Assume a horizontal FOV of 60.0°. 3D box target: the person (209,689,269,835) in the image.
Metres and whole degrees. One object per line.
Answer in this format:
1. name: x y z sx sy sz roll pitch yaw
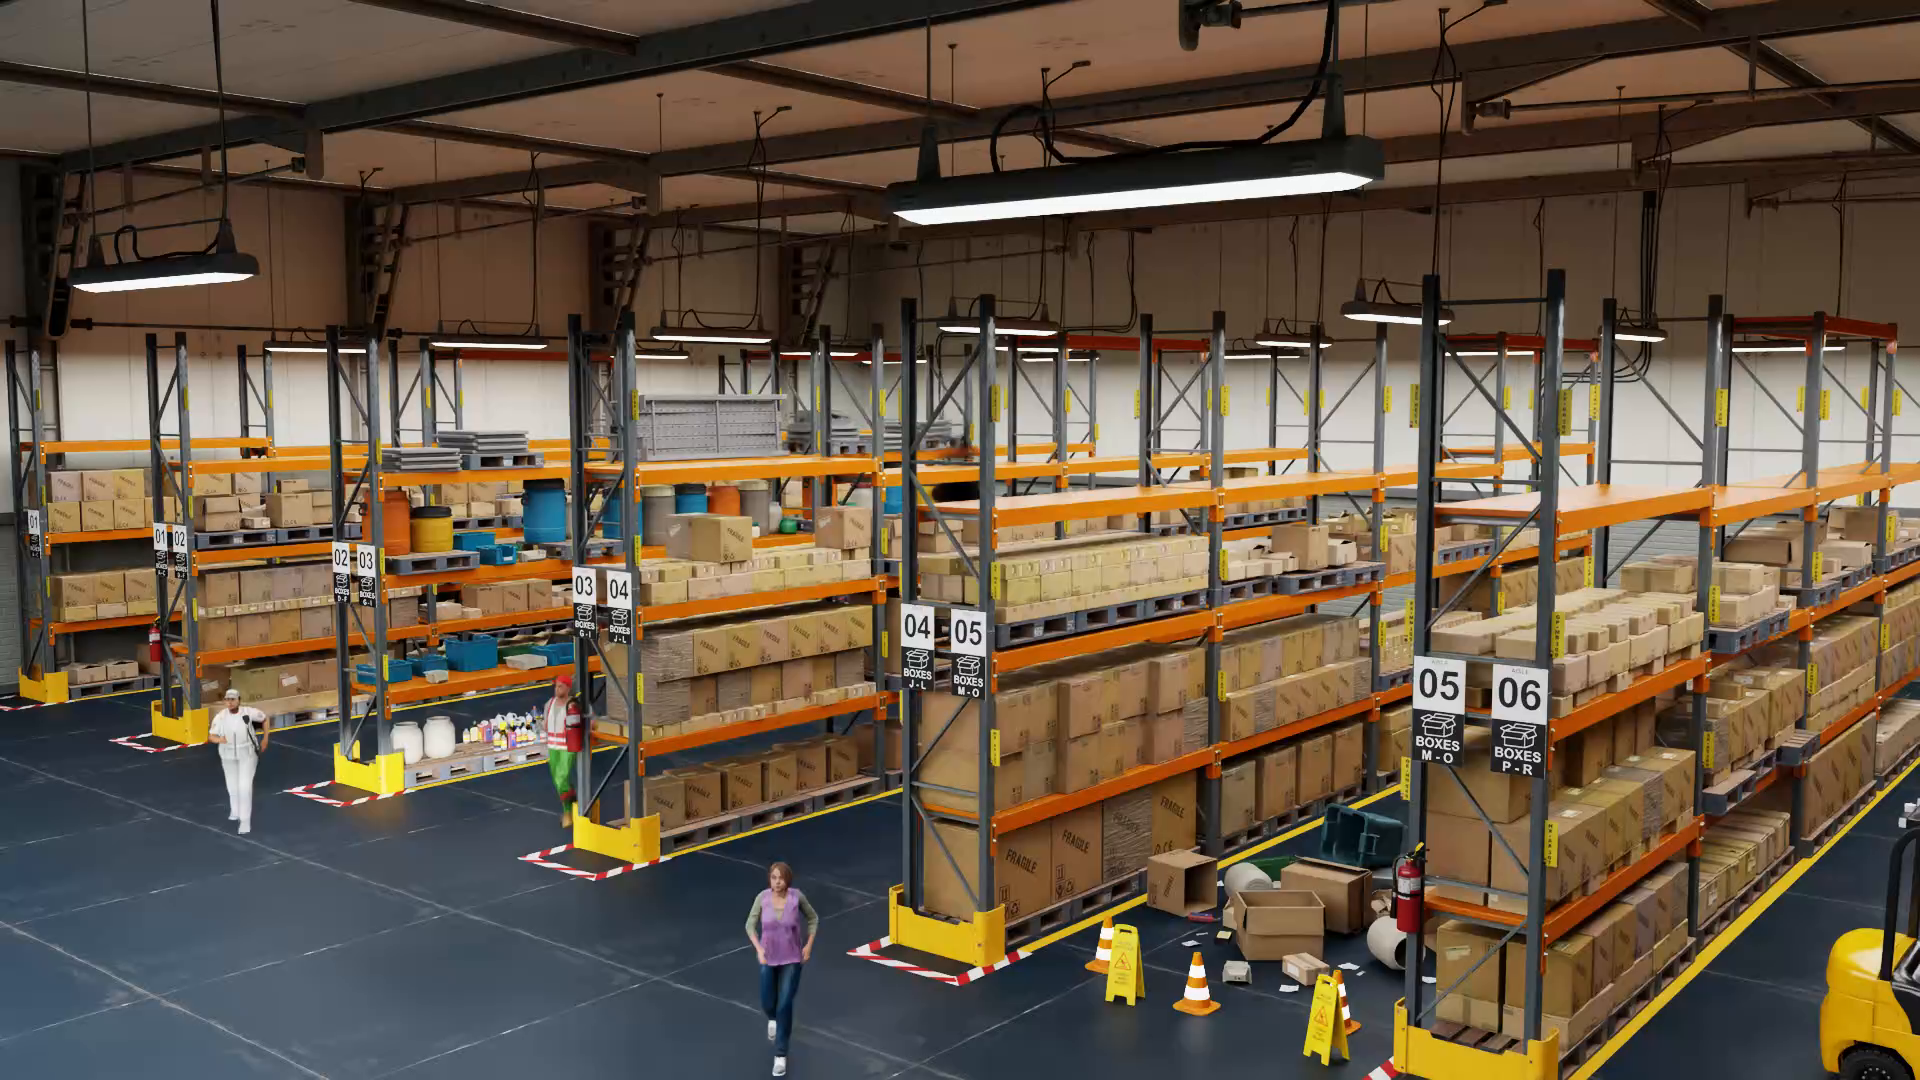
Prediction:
1. person: -8.488 2.584 19.612 0.609 1.710 0.873 -1 5 -10

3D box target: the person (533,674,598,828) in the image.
1. person: -4.727 2.502 19.756 0.642 1.807 0.677 3 6 27

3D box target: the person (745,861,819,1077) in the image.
1. person: -1.366 3.237 12.806 0.566 1.594 0.680 0 5 0
